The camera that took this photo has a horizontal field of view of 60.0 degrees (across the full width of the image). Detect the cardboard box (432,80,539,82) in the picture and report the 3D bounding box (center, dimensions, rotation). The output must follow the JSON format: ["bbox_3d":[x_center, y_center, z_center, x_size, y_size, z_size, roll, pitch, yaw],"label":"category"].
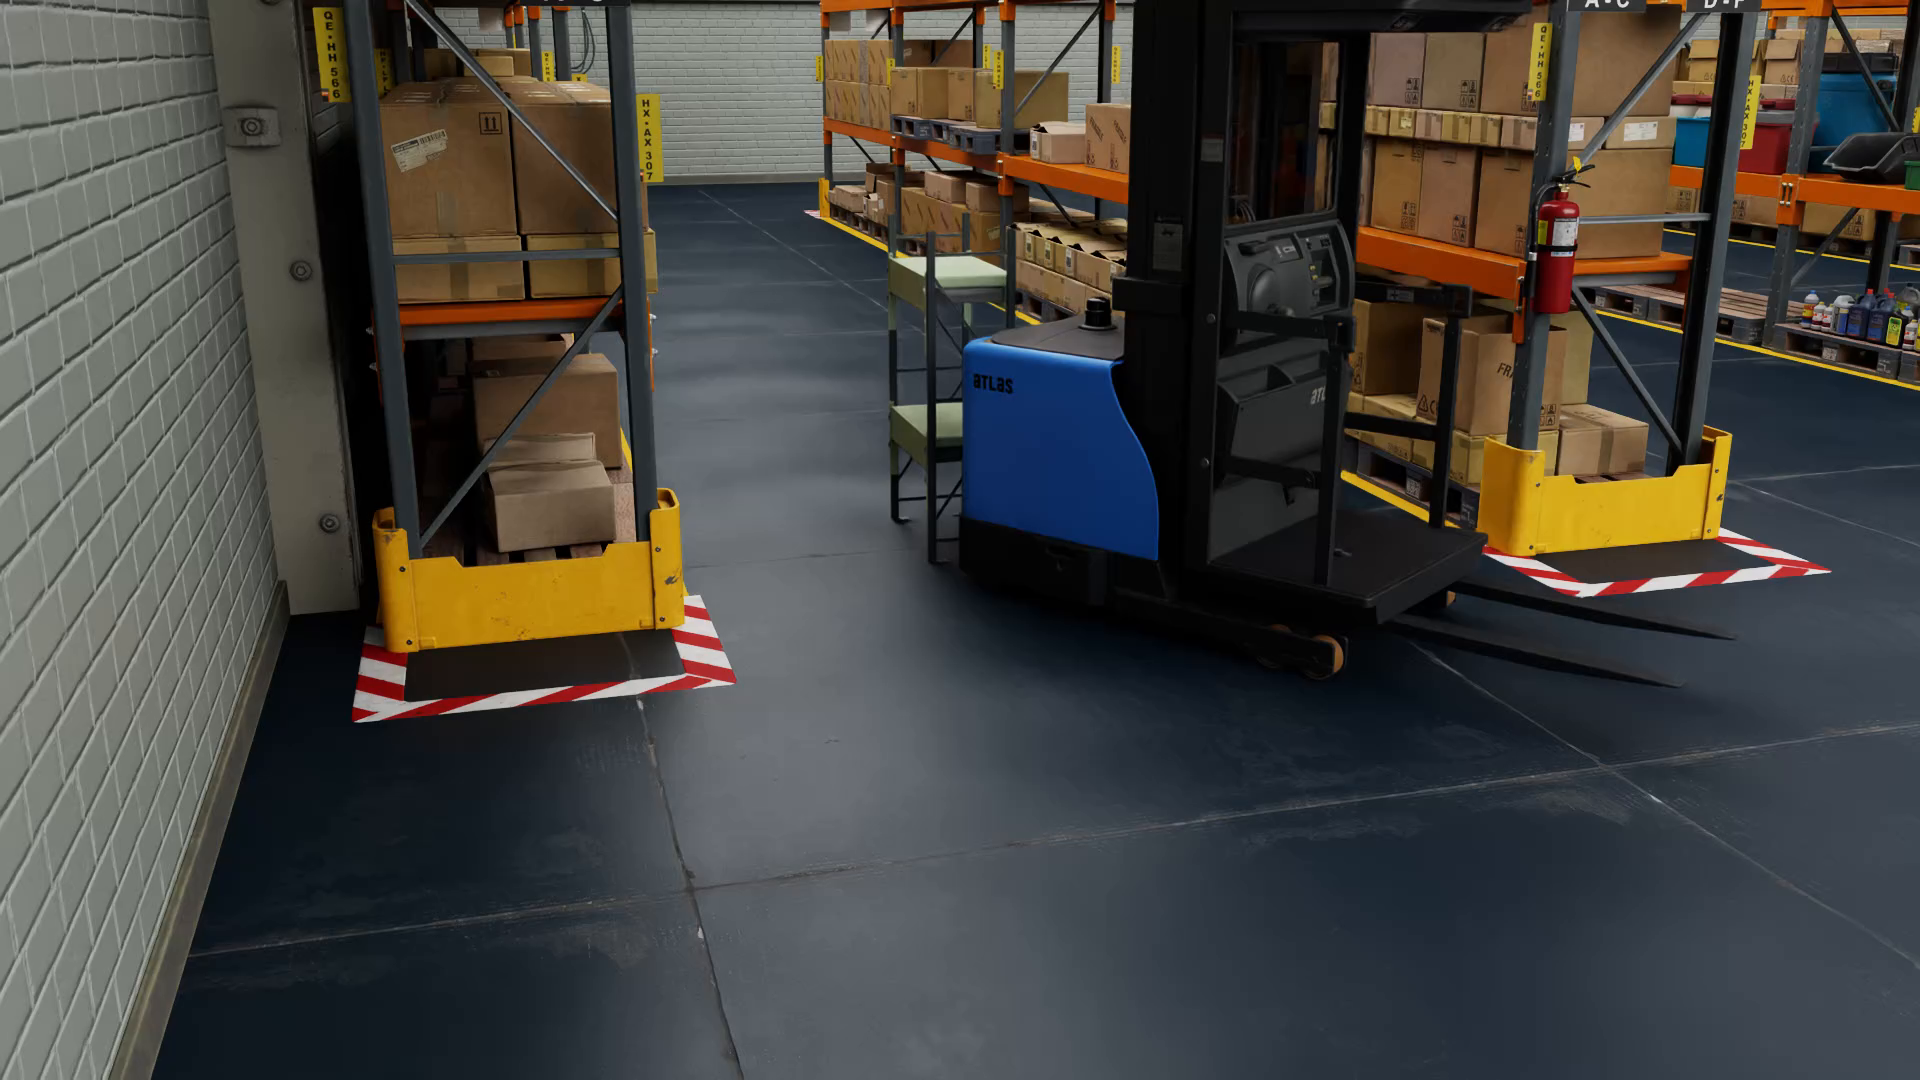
[{"bbox_3d":[-3.267,-2.908,11.479,0.700,0.500,0.500,-2,17,-8],"label":"cardboard box"}]

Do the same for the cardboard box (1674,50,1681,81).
[{"bbox_3d":[8.904,-6.094,21.466,0.500,0.500,0.500,-4,17,-14],"label":"cardboard box"}]

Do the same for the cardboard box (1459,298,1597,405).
[{"bbox_3d":[2.986,-1.004,8.828,0.500,0.500,0.500,-5,17,-15],"label":"cardboard box"}]

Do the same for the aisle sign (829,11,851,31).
[{"bbox_3d":[-1.639,-7.123,21.933,0.394,0.787,0.004,-5,17,-15],"label":"aisle sign"}]

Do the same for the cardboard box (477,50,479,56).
[{"bbox_3d":[-3.927,-4.131,14.461,0.500,0.250,0.500,-5,17,-16],"label":"cardboard box"}]

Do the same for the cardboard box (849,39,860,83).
[{"bbox_3d":[-1.045,-5.843,20.277,0.500,0.500,0.500,-5,17,-16],"label":"cardboard box"}]

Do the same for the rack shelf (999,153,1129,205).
[{"bbox_3d":[1.410,-2.772,13.217,1.077,0.370,4.000,-5,17,-15],"label":"rack shelf"}]

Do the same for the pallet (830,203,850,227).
[{"bbox_3d":[-1.097,-4.306,21.919,1.003,0.211,1.213,-5,17,-15],"label":"pallet"}]

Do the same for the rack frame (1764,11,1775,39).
[{"bbox_3d":[12.985,-7.029,26.138,1.000,3.000,0.127,-5,17,-15],"label":"rack frame"}]

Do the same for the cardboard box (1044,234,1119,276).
[{"bbox_3d":[1.013,-2.369,13.698,0.500,0.311,0.500,-5,17,-17],"label":"cardboard box"}]

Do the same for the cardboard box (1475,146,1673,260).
[{"bbox_3d":[2.943,-1.635,8.007,0.700,0.500,0.500,-5,17,-15],"label":"cardboard box"}]

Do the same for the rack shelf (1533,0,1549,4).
[{"bbox_3d":[5.075,-5.706,17.769,1.077,0.370,4.000,-5,17,-15],"label":"rack shelf"}]

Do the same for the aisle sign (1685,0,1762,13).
[{"bbox_3d":[3.372,-2.708,7.234,0.394,0.787,0.004,-5,17,-15],"label":"aisle sign"}]

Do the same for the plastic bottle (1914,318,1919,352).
[{"bbox_3d":[6.715,-1.470,11.472,0.144,0.351,0.185,-5,17,-16],"label":"plastic bottle"}]

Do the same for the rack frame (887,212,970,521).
[{"bbox_3d":[-0.148,-0.831,8.111,0.400,1.500,0.023,-5,17,-15],"label":"rack frame"}]

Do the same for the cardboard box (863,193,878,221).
[{"bbox_3d":[-0.874,-4.042,20.103,0.500,0.311,0.500,-5,17,-15],"label":"cardboard box"}]

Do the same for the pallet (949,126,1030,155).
[{"bbox_3d":[0.607,-3.760,15.588,1.213,0.211,1.003,-5,17,-15],"label":"pallet"}]

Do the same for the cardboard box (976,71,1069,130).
[{"bbox_3d":[0.579,-4.084,15.431,0.700,0.500,0.500,-12,20,-34],"label":"cardboard box"}]

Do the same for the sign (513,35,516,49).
[{"bbox_3d":[-5.574,-6.197,20.944,0.100,0.325,0.005,-5,17,-15],"label":"sign"}]

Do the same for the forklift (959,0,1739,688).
[{"bbox_3d":[1.452,-1.052,6.361,3.031,2.935,1.130,13,21,38],"label":"forklift"}]

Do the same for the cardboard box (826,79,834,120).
[{"bbox_3d":[-1.470,-5.787,21.830,0.500,0.500,0.500,-4,17,-14],"label":"cardboard box"}]

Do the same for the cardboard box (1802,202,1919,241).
[{"bbox_3d":[10.217,-3.828,18.445,1.225,0.875,0.875,-6,18,-18],"label":"cardboard box"}]

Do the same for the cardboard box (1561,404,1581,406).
[{"bbox_3d":[2.985,-0.645,8.935,0.500,0.250,0.500,-5,17,-15],"label":"cardboard box"}]

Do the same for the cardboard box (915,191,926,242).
[{"bbox_3d":[-0.183,-3.490,17.937,0.500,0.500,0.500,-4,17,-14],"label":"cardboard box"}]

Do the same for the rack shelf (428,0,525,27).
[{"bbox_3d":[-5.550,-6.029,18.845,1.077,0.370,4.000,-5,17,-15],"label":"rack shelf"}]

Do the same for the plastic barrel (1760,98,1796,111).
[{"bbox_3d":[6.671,-3.301,13.491,0.433,0.535,0.433,0,17,0],"label":"plastic barrel"}]

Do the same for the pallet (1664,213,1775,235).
[{"bbox_3d":[9.572,-4.015,20.953,1.003,0.211,1.213,-5,17,-15],"label":"pallet"}]

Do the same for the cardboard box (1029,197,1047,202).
[{"bbox_3d":[0.580,-3.259,17.169,0.500,0.500,0.500,-5,18,-17],"label":"cardboard box"}]

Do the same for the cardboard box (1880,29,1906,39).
[{"bbox_3d":[13.421,-6.986,23.565,0.500,0.500,0.500,-4,17,-14],"label":"cardboard box"}]

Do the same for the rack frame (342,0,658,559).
[{"bbox_3d":[-1.703,-1.064,6.281,1.000,3.000,0.127,-5,17,-15],"label":"rack frame"}]

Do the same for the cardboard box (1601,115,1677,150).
[{"bbox_3d":[3.158,-1.941,7.899,0.380,0.149,0.250,-5,17,-16],"label":"cardboard box"}]

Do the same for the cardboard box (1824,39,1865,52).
[{"bbox_3d":[10.025,-5.364,18.679,0.797,0.503,0.637,-4,17,-14],"label":"cardboard box"}]

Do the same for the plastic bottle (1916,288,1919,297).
[{"bbox_3d":[7.178,-1.741,12.373,0.144,0.351,0.185,-5,17,-17],"label":"plastic bottle"}]

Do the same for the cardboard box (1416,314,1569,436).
[{"bbox_3d":[2.626,-0.825,8.231,0.500,0.500,0.500,-5,17,-15],"label":"cardboard box"}]

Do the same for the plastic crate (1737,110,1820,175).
[{"bbox_3d":[6.296,-3.094,12.928,0.402,0.464,0.583,-5,17,-15],"label":"plastic crate"}]

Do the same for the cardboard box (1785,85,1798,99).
[{"bbox_3d":[9.735,-4.899,18.872,0.500,0.500,0.500,-5,18,-17],"label":"cardboard box"}]

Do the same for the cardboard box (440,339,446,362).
[{"bbox_3d":[-3.211,-1.525,11.397,0.700,0.500,0.500,-5,17,-16],"label":"cardboard box"}]

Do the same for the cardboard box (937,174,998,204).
[{"bbox_3d":[0.073,-3.581,16.935,0.500,0.250,0.500,-5,17,-16],"label":"cardboard box"}]

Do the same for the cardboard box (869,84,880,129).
[{"bbox_3d":[-0.766,-5.085,19.491,0.500,0.500,0.500,-4,17,-14],"label":"cardboard box"}]

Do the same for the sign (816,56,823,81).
[{"bbox_3d":[-1.860,-6.254,22.054,0.100,0.325,0.005,-5,17,-15],"label":"sign"}]

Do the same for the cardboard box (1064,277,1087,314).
[{"bbox_3d":[1.150,-1.962,13.319,0.500,0.250,0.500,-4,17,-14],"label":"cardboard box"}]

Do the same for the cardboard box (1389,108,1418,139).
[{"bbox_3d":[2.488,-2.191,8.732,0.380,0.149,0.250,-4,17,-14],"label":"cardboard box"}]

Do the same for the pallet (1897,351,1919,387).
[{"bbox_3d":[7.207,-1.091,11.218,1.003,0.211,1.213,-5,17,-15],"label":"pallet"}]

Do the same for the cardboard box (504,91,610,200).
[{"bbox_3d":[-1.807,-1.798,7.646,0.500,0.500,0.500,-5,18,-17],"label":"cardboard box"}]

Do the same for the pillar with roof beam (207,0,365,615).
[{"bbox_3d":[1.412,-4.403,6.968,9.100,9.000,0.400,-5,17,-15],"label":"pillar with roof beam"}]

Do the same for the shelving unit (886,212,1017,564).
[{"bbox_3d":[-0.049,-0.730,7.774,0.431,1.500,0.755,-5,17,-15],"label":"shelving unit"}]

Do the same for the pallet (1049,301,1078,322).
[{"bbox_3d":[1.381,-1.767,13.467,1.003,0.211,1.213,-5,17,-15],"label":"pallet"}]

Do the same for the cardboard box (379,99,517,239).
[{"bbox_3d":[-2.037,-1.475,6.570,0.500,0.500,0.500,-5,17,-16],"label":"cardboard box"}]

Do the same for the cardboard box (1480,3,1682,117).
[{"bbox_3d":[2.929,-2.271,7.869,0.700,0.500,0.500,-5,17,-15],"label":"cardboard box"}]

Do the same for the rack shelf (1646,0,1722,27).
[{"bbox_3d":[8.738,-7.204,22.756,1.077,0.370,4.000,-5,17,-15],"label":"rack shelf"}]

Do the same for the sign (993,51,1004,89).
[{"bbox_3d":[0.341,-4.141,14.648,0.100,0.325,0.005,-5,17,-15],"label":"sign"}]

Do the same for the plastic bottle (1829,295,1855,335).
[{"bbox_3d":[6.505,-1.650,12.201,0.152,0.276,0.135,-4,17,-13],"label":"plastic bottle"}]

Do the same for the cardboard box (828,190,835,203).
[{"bbox_3d":[-1.553,-4.585,22.193,0.380,0.149,0.250,-5,17,-15],"label":"cardboard box"}]

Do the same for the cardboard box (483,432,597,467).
[{"bbox_3d":[-1.963,-0.343,7.790,0.500,0.311,0.500,-3,17,-11],"label":"cardboard box"}]

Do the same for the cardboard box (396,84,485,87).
[{"bbox_3d":[-2.735,-2.178,8.910,0.500,0.500,0.500,-5,17,-16],"label":"cardboard box"}]

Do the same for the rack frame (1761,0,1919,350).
[{"bbox_3d":[6.724,-2.954,12.572,1.000,3.000,0.127,-5,17,-15],"label":"rack frame"}]

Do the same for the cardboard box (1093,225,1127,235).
[{"bbox_3d":[1.390,-2.554,14.315,0.500,0.311,0.500,-5,17,-16],"label":"cardboard box"}]
